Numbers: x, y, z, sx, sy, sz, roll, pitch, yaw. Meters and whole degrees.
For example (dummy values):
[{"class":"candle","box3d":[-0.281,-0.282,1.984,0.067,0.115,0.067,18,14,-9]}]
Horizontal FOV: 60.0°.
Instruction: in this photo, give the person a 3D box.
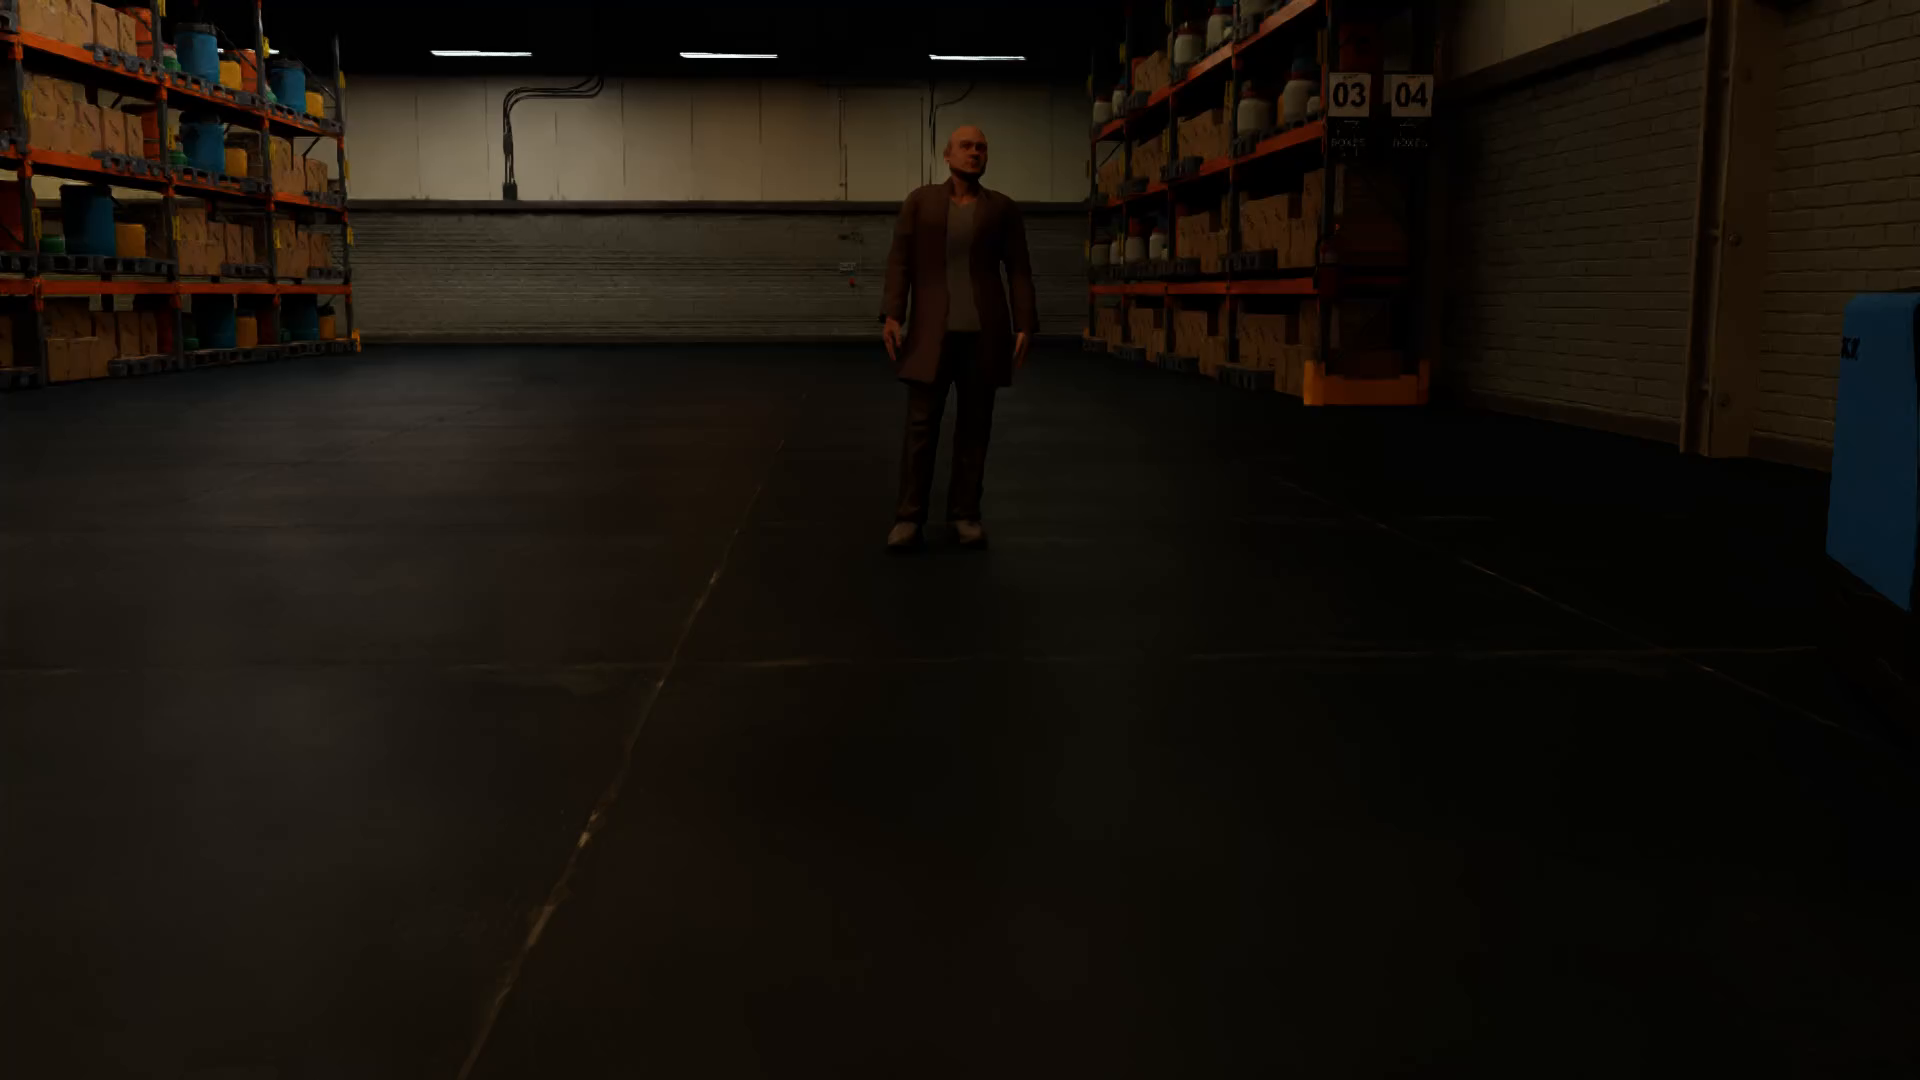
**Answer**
[{"class":"person","box3d":[0.001,-0.873,7.088,0.694,1.776,0.580,-1,8,-4]}]

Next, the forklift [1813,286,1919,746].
[{"class":"forklift","box3d":[2.646,-0.881,3.263,1.130,2.935,3.031,2,9,16]}]
